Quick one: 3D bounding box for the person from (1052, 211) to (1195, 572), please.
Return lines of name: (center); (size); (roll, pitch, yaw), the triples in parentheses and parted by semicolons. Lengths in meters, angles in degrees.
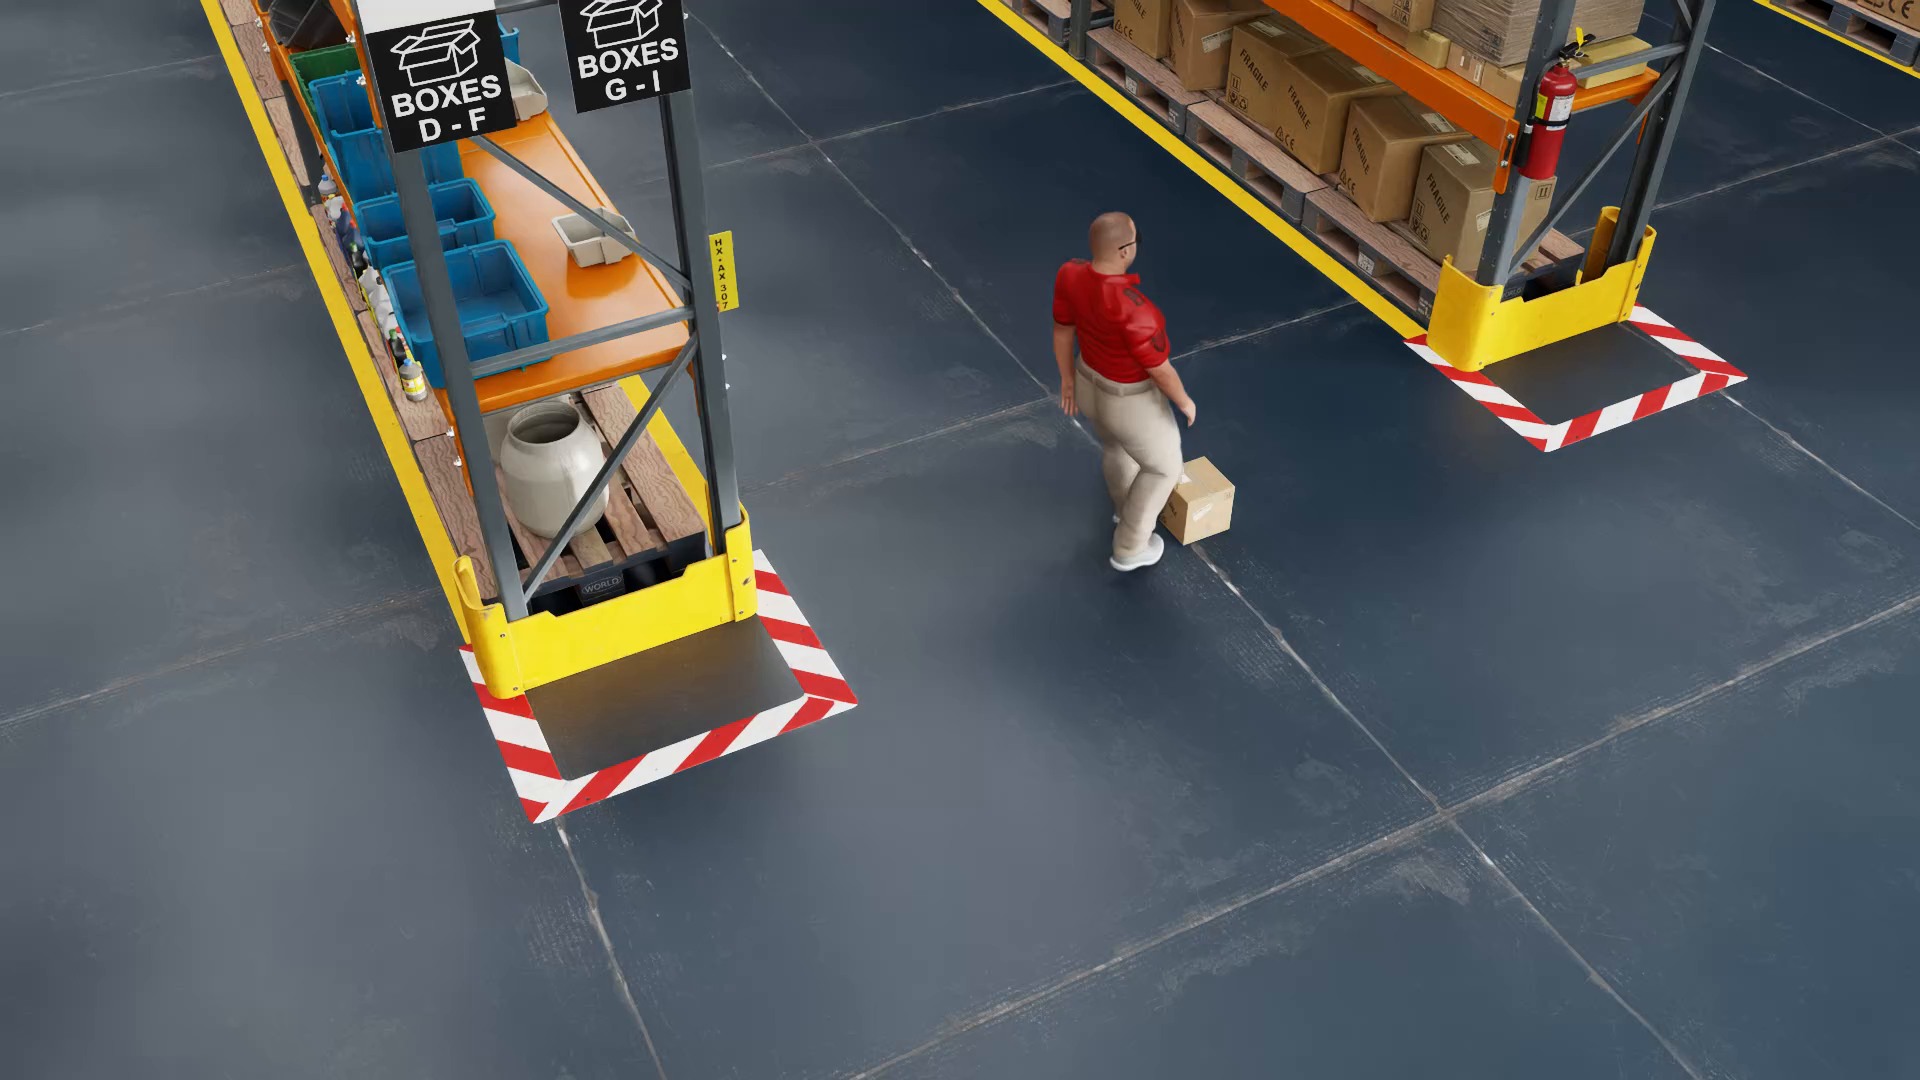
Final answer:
person: (0.750, -0.604, 6.924); (0.617, 1.799, 0.585); (-26, 47, -27)
